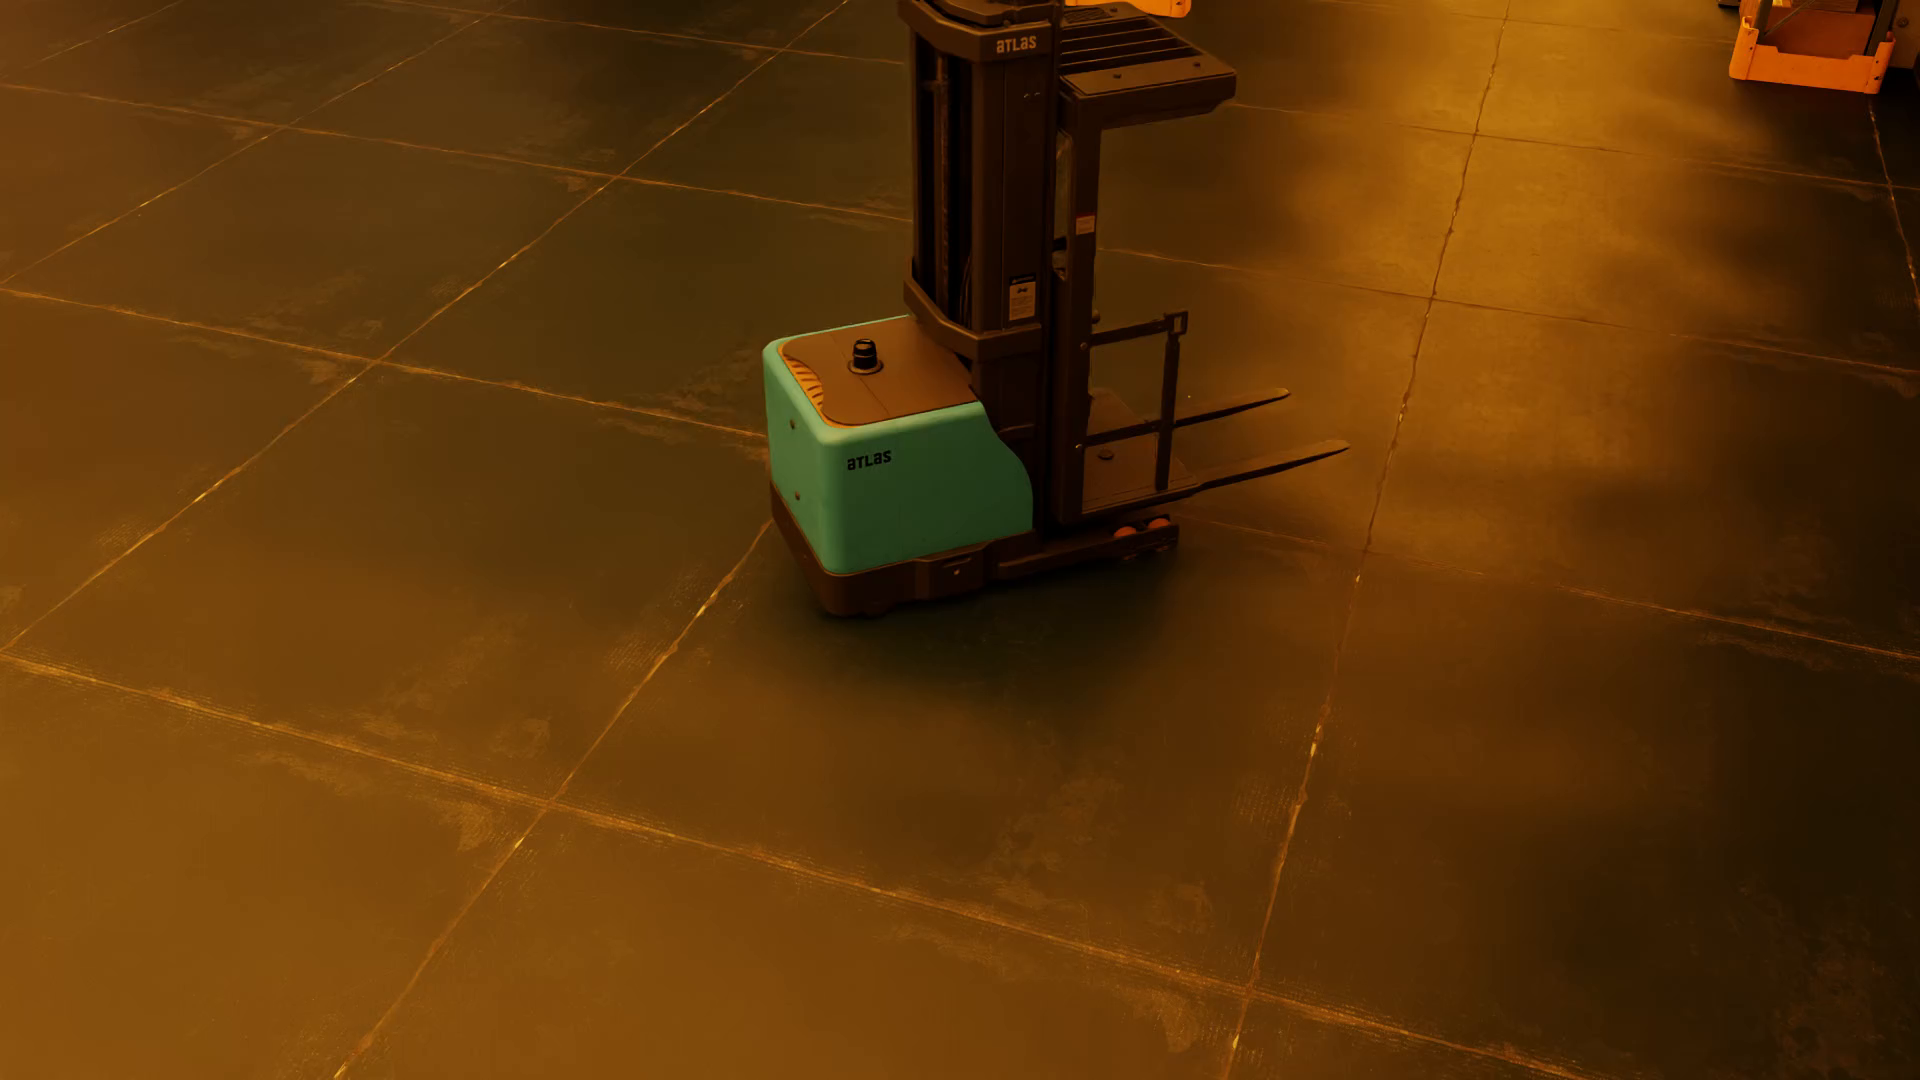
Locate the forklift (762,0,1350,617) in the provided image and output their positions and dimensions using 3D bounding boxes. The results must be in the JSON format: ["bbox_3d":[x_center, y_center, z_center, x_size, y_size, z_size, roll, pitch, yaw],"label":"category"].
[{"bbox_3d":[0.581,-1.365,8.036,3.031,2.935,1.130,-13,37,-18],"label":"forklift"}]
